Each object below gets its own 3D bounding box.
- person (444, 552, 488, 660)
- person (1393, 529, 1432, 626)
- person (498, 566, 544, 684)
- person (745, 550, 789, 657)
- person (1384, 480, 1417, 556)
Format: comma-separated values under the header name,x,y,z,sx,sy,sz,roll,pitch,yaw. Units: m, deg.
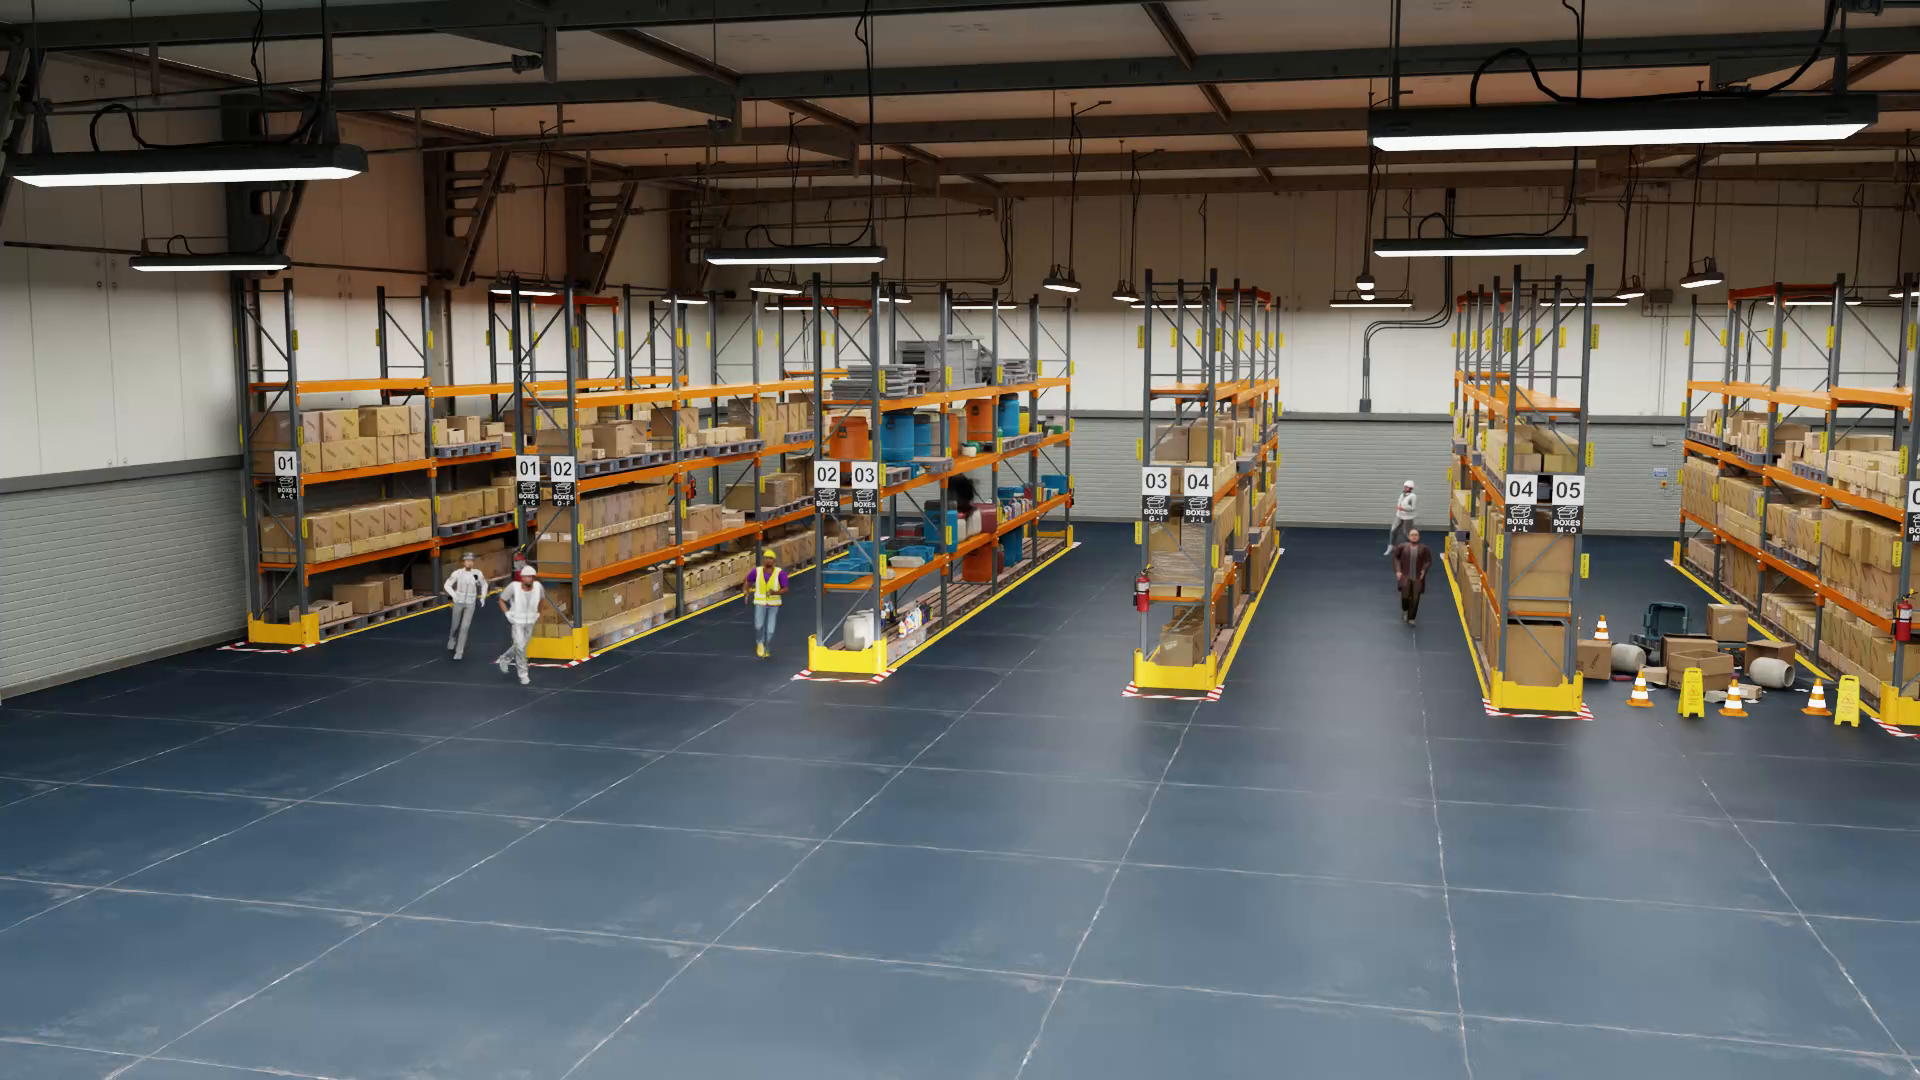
name,x,y,z,sx,sy,sz,roll,pitch,yaw
person,-7.832,1.013,26.408,0.674,1.653,0.900,-2,7,-17
person,7.920,0.666,29.136,0.660,1.715,0.653,1,7,12
person,-6.512,1.226,24.594,0.684,1.751,0.916,-6,9,-39
person,-3.035,1.009,26.119,0.694,1.699,0.641,-1,7,-7
person,10.409,-0.502,38.749,0.806,1.779,0.667,-4,8,-30
